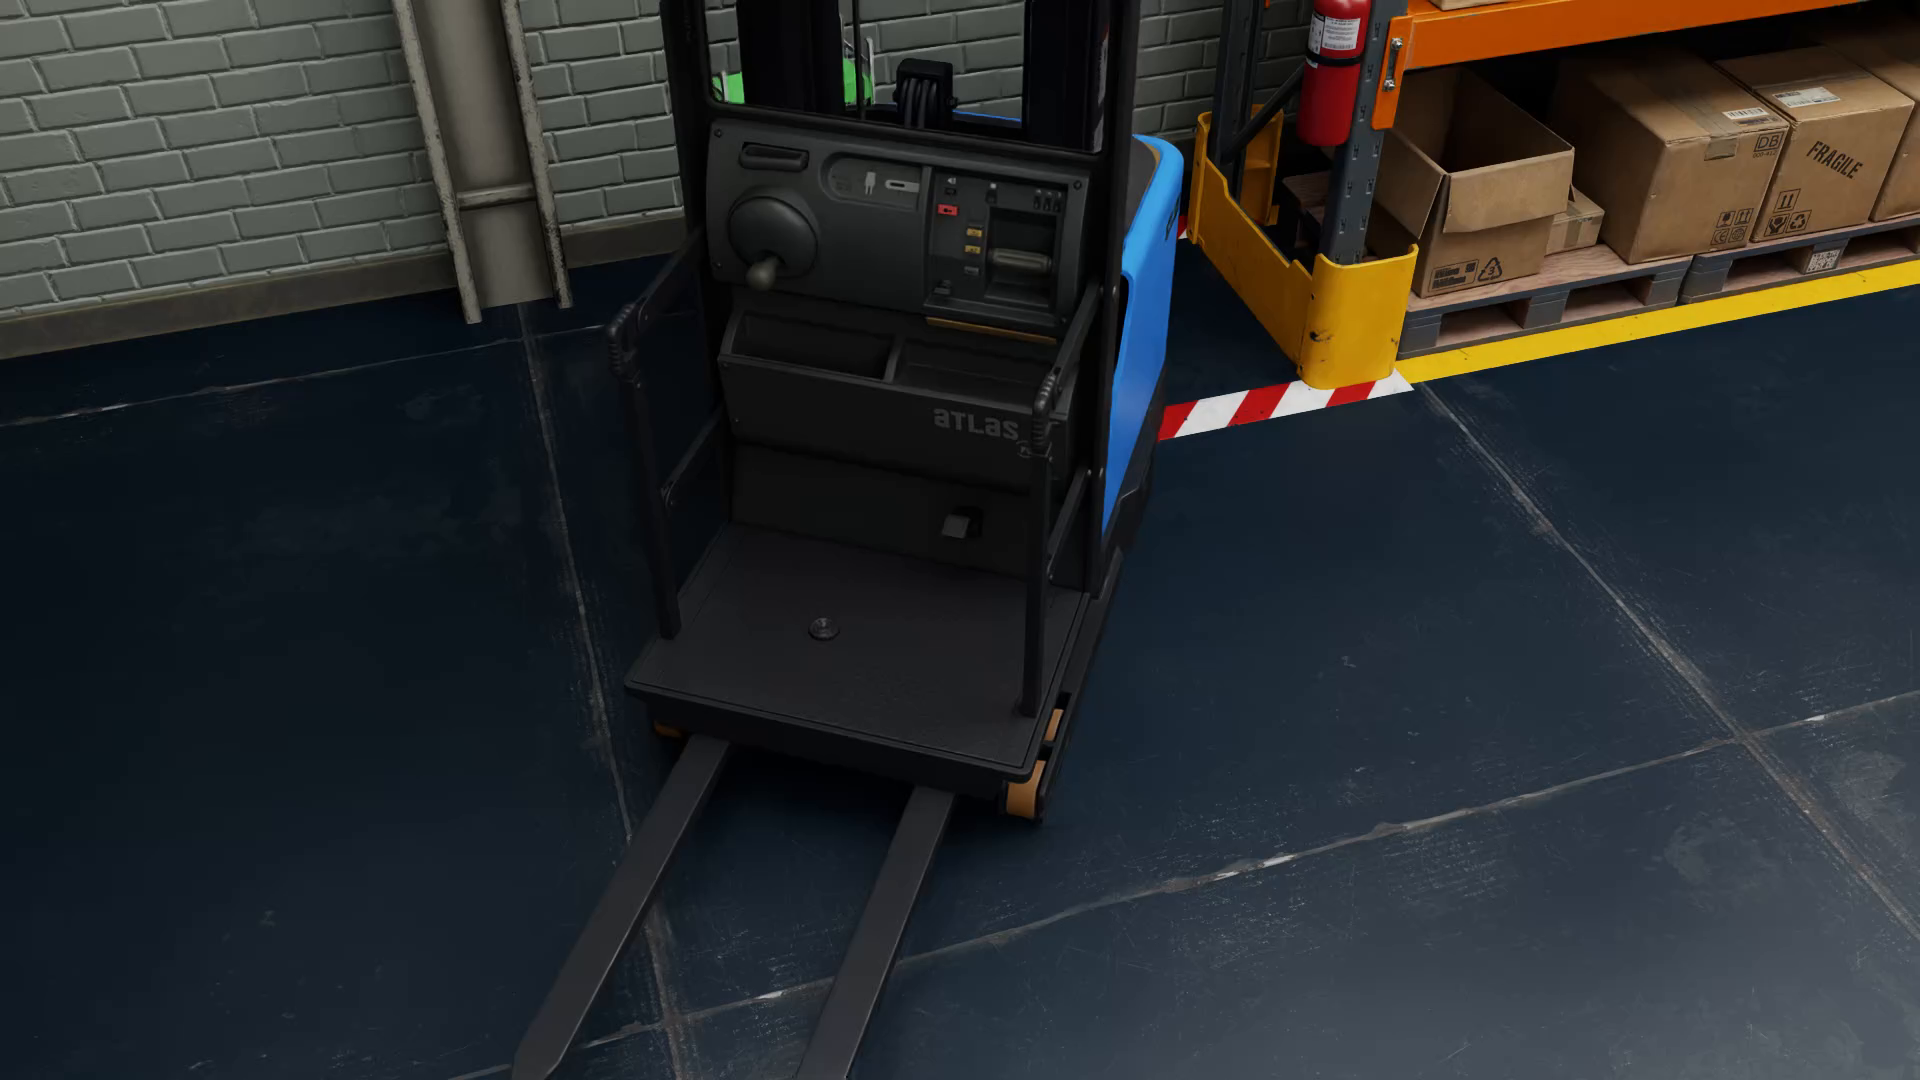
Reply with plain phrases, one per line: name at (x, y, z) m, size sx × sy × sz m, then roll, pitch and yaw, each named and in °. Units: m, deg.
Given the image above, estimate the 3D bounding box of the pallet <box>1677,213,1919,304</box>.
pallet at (3.149, -1.394, 6.686) m, size 1.213 × 0.211 × 1.003 m, roll -12°, pitch 42°, yaw -13°

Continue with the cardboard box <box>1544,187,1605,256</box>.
cardboard box at (2.183, -1.238, 6.235) m, size 0.250 × 0.149 × 0.380 m, roll -13°, pitch 43°, yaw -15°

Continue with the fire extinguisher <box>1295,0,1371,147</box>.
fire extinguisher at (1.153, -1.544, 5.080) m, size 0.183 × 0.674 × 0.296 m, roll -12°, pitch 42°, yaw -13°

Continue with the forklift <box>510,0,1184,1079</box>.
forklift at (-0.219, -0.661, 3.779) m, size 1.130 × 2.935 × 3.031 m, roll 11°, pitch 42°, yaw 12°

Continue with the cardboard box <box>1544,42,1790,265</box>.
cardboard box at (2.593, -1.455, 6.217) m, size 0.500 × 0.500 × 0.700 m, roll -10°, pitch 42°, yaw -11°

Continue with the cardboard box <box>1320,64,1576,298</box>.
cardboard box at (1.766, -1.312, 6.050) m, size 0.637 × 0.503 × 0.797 m, roll -13°, pitch 43°, yaw -15°

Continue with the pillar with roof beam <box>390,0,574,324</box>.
pillar with roof beam at (-0.395, -1.623, 0.268) m, size 0.400 × 9.000 × 9.100 m, roll -12°, pitch 42°, yaw -13°

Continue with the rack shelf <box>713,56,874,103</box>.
rack shelf at (-0.544, -1.411, 5.312) m, size 0.480 × 0.148 × 0.258 m, roll -19°, pitch 42°, yaw -20°

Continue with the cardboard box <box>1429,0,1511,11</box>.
cardboard box at (1.550, -1.831, 5.257) m, size 0.250 × 0.149 × 0.380 m, roll -12°, pitch 43°, yaw -13°

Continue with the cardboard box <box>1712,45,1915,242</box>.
cardboard box at (3.128, -1.497, 6.264) m, size 0.500 × 0.500 × 0.500 m, roll -11°, pitch 42°, yaw -12°

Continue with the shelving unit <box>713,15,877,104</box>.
shelving unit at (-0.535, -1.086, 5.572) m, size 0.503 × 1.200 × 0.258 m, roll -19°, pitch 42°, yaw -20°

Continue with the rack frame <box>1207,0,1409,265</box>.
rack frame at (1.155, -2.033, 5.297) m, size 0.127 × 3.000 × 1.000 m, roll -12°, pitch 42°, yaw -13°

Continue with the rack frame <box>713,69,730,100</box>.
rack frame at (-0.752, -1.013, 5.488) m, size 0.015 × 1.200 × 0.240 m, roll -19°, pitch 42°, yaw -20°

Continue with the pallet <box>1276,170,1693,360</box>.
pallet at (1.987, -1.156, 6.413) m, size 1.213 × 0.211 × 1.003 m, roll -12°, pitch 42°, yaw -13°

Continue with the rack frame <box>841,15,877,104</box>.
rack frame at (-0.318, -1.159, 5.656) m, size 0.015 × 1.200 × 0.240 m, roll -19°, pitch 42°, yaw -20°

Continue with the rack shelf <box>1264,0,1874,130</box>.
rack shelf at (3.062, -2.157, 5.986) m, size 4.000 × 0.370 × 1.077 m, roll -12°, pitch 42°, yaw -13°

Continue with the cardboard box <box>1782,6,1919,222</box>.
cardboard box at (3.584, -1.661, 6.452) m, size 0.500 × 0.500 × 0.700 m, roll -13°, pitch 43°, yaw -15°

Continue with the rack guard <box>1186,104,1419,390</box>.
rack guard at (1.227, -1.106, 6.136) m, size 0.348 × 0.500 × 1.175 m, roll -12°, pitch 42°, yaw -13°

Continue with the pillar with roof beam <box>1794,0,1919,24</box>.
pillar with roof beam at (5.328, -2.809, 1.625) m, size 0.400 × 9.000 × 9.100 m, roll -12°, pitch 42°, yaw -13°
